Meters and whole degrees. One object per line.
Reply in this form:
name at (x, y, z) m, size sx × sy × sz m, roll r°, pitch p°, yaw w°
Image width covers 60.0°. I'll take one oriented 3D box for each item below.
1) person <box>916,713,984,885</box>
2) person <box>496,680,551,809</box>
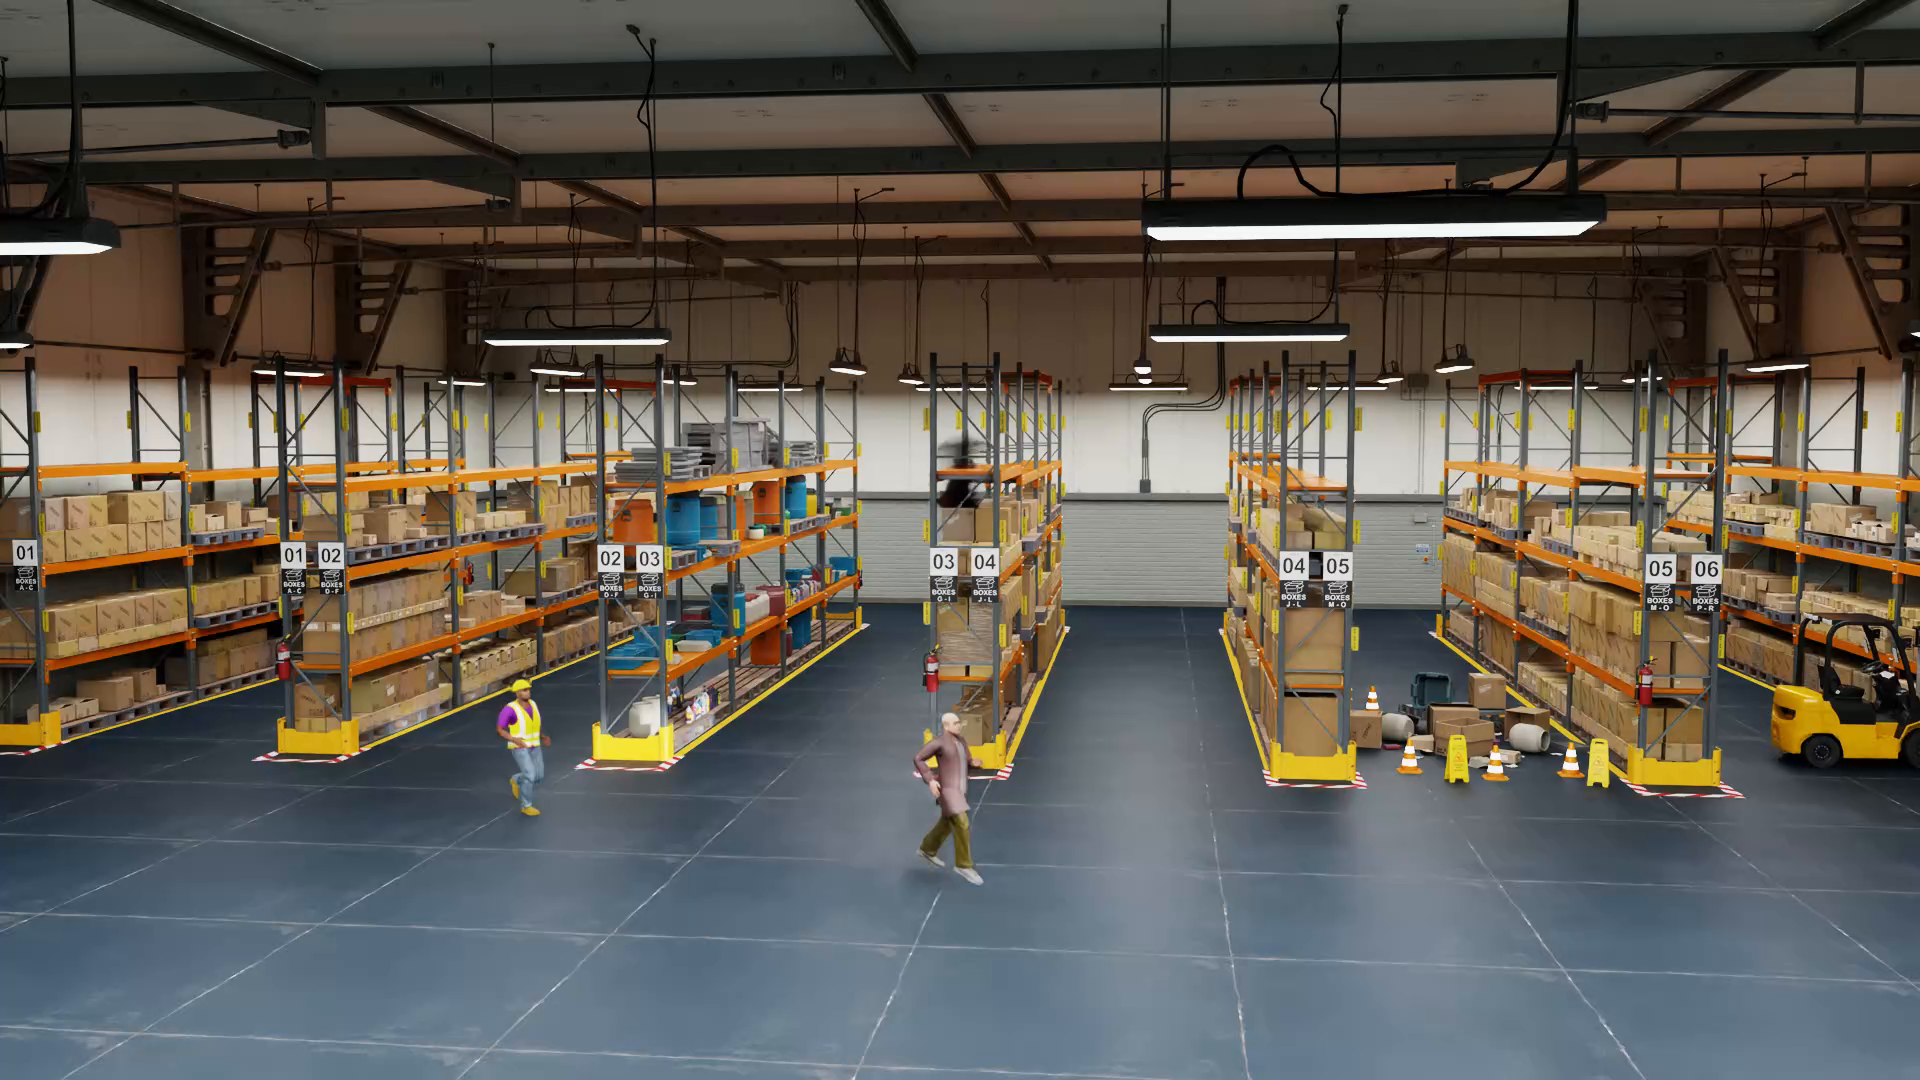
person at (-0.114, 2.809, 18.274) m, size 0.926 × 1.831 × 0.646 m, roll 2°, pitch 5°, yaw 29°
person at (-5.603, 2.610, 21.292) m, size 0.543 × 1.658 × 0.702 m, roll 3°, pitch 5°, yaw 32°
